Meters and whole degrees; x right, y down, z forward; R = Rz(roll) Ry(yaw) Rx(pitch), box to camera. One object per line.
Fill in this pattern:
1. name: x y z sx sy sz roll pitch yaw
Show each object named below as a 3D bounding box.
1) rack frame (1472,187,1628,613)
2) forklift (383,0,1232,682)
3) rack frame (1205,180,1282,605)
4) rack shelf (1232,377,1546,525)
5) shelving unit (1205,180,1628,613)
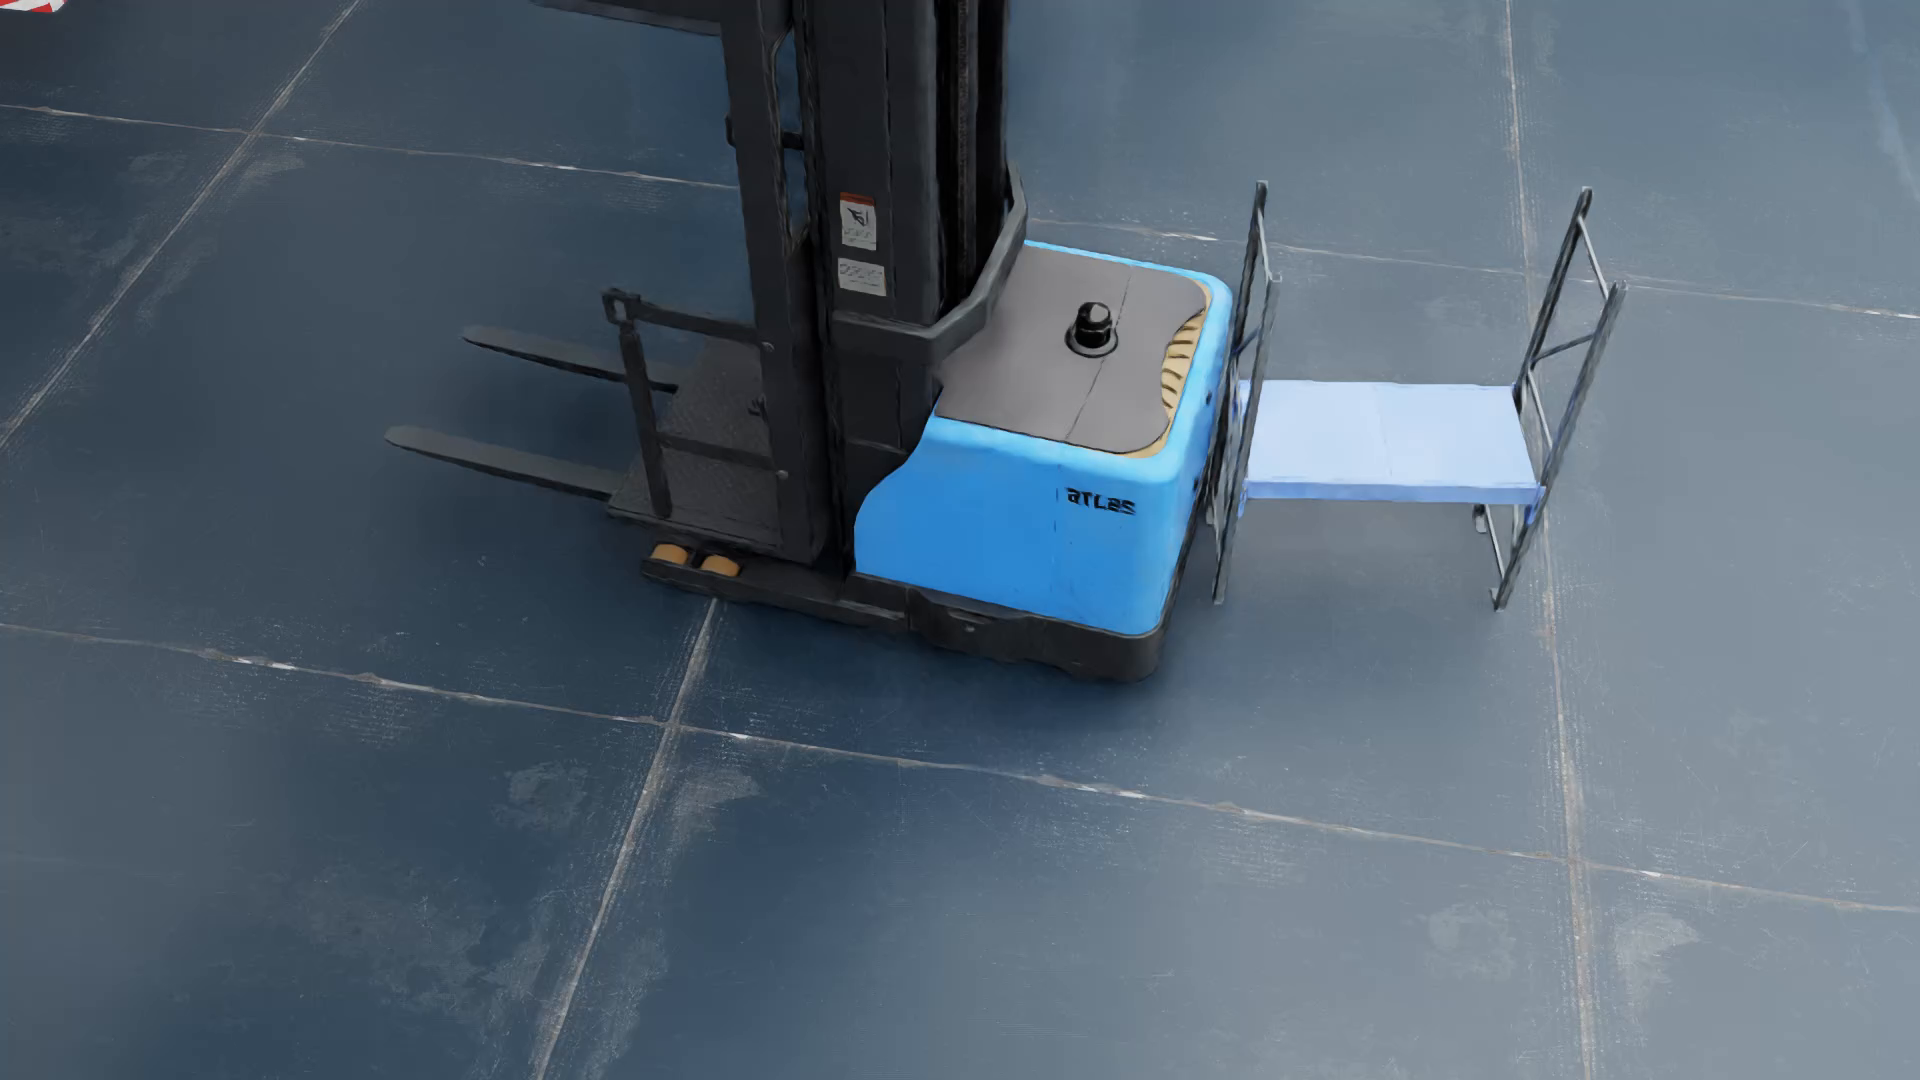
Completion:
1. rack frame: 1.962 -0.423 5.622 0.032 1.500 0.500 2 48 1
2. forklift: -0.644 -1.126 5.291 3.031 2.935 1.130 13 49 11
3. rack frame: 0.946 -0.450 5.646 0.032 1.500 0.500 2 48 1
4. rack shelf: 1.454 -0.317 5.768 1.000 0.185 0.538 2 48 1
5. shelving unit: 1.454 -0.437 5.634 1.048 1.500 0.538 2 48 1
